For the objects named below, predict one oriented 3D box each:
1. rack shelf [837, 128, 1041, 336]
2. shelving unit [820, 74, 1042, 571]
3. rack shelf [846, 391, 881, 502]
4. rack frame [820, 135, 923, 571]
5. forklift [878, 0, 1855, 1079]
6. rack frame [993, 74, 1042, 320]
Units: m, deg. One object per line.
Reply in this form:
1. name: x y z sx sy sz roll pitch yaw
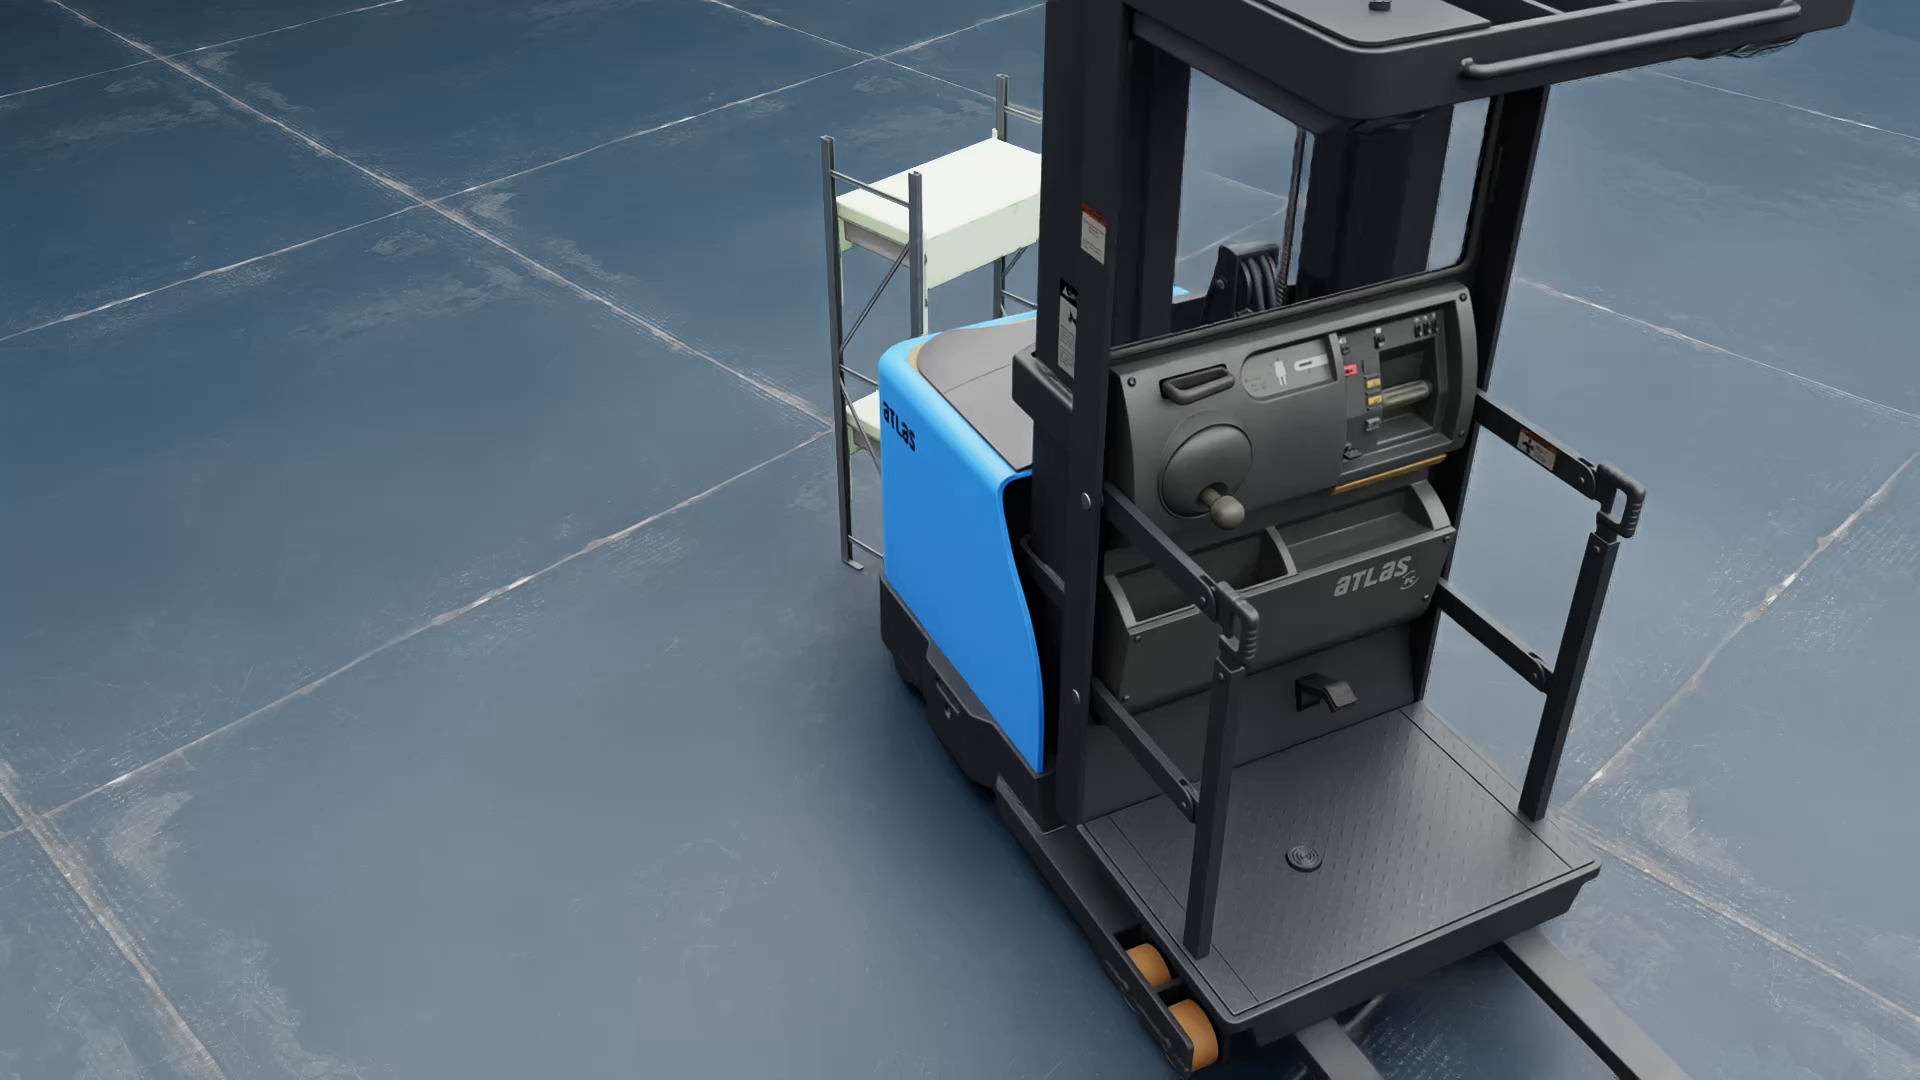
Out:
1. rack shelf: 0.005 -0.938 5.102 0.431 0.370 0.720 30 45 35
2. shelving unit: 0.005 -0.618 5.325 0.431 1.500 0.755 30 45 35
3. rack shelf: 0.005 -0.350 5.511 0.431 0.370 0.720 30 45 35
4. rack frame: -0.253 -0.469 5.112 0.400 1.500 0.023 30 45 35
5. forklift: 0.860 -0.235 3.525 1.130 2.935 3.031 -16 38 -21
6. rack frame: 0.263 -0.766 5.538 0.400 1.500 0.023 30 45 35
